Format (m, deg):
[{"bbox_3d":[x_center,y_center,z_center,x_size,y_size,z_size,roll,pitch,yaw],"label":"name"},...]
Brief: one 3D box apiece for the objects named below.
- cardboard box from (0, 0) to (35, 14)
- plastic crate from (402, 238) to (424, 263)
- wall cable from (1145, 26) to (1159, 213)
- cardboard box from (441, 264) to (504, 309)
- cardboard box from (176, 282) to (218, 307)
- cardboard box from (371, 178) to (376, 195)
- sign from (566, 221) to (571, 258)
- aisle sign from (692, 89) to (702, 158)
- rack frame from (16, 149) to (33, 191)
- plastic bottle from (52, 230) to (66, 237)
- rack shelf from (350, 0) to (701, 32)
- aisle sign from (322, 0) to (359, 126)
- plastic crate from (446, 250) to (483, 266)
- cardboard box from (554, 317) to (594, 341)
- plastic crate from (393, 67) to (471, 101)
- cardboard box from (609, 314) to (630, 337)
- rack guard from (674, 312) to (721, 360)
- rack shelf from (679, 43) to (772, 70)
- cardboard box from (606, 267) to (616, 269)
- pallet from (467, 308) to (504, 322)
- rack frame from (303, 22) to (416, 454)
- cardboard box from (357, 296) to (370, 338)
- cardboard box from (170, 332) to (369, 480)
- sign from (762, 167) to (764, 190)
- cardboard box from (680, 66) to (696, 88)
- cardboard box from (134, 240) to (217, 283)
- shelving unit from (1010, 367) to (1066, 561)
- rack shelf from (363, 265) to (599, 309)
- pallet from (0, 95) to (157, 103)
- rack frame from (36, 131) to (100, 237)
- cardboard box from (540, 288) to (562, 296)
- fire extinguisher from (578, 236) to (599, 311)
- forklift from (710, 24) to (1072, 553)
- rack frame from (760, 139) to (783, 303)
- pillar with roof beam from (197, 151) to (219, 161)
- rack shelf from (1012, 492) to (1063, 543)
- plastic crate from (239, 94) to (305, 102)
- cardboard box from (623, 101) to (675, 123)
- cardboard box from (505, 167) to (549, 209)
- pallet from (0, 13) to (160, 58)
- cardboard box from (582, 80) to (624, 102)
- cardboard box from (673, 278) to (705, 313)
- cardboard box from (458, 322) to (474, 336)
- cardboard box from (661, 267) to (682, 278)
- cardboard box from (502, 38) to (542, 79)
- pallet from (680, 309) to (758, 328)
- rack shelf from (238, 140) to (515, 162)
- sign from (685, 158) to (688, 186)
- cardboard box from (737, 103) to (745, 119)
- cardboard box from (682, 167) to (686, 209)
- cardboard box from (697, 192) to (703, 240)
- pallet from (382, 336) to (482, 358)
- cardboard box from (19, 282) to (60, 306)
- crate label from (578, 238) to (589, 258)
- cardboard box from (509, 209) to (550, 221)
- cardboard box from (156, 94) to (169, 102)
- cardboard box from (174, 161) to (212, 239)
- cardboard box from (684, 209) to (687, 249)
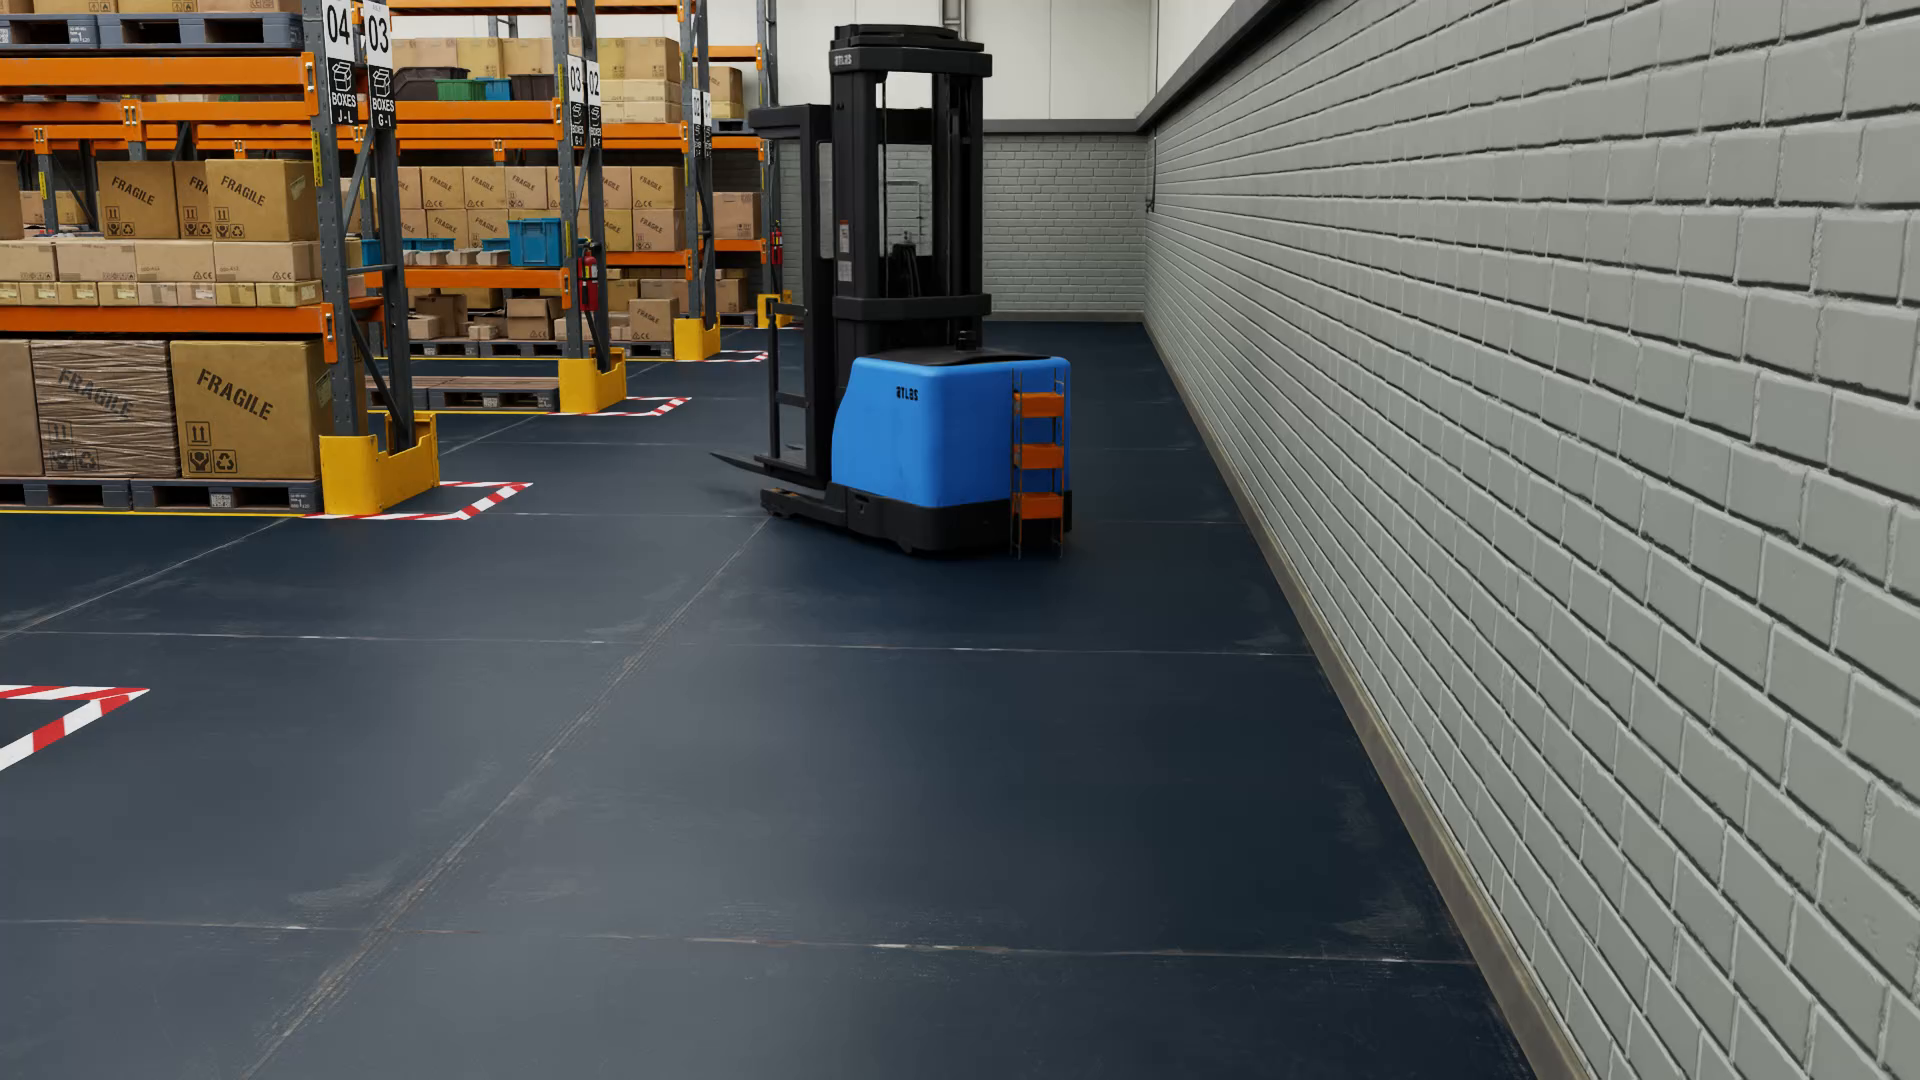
[{"bbox_3d":[-6.015,-3.528,10.468,0.500,0.500,0.700,1,12,6],"label":"cardboard box"},{"bbox_3d":[-5.364,-2.797,16.073,0.300,0.233,0.416,1,12,4],"label":"plastic crate"},{"bbox_3d":[2.755,-6.046,24.279,0.112,2.526,3.097,1,12,4],"label":"wall cable"},{"bbox_3d":[-7.513,-3.971,25.649,0.750,0.750,0.750,1,12,4],"label":"cardboard box"},{"bbox_3d":[-4.746,-1.566,10.542,0.250,0.149,0.380,1,12,4],"label":"cardboard box"},{"bbox_3d":[-8.865,-5.383,25.326,0.500,0.250,0.500,1,12,3],"label":"cardboard box"},{"bbox_3d":[-3.547,-2.724,15.064,0.005,0.325,0.100,1,12,4],"label":"sign"},{"bbox_3d":[-3.144,-4.977,19.886,0.004,0.787,0.394,1,12,4],"label":"aisle sign"},{"bbox_3d":[-14.837,-4.944,26.079,0.127,3.000,1.000,1,12,4],"label":"rack frame"},{"bbox_3d":[-8.456,-2.733,15.626,0.185,0.351,0.144,1,12,4],"label":"plastic bottle"},{"bbox_3d":[-5.187,-6.378,20.047,4.000,0.370,1.077,1,12,4],"label":"rack shelf"},{"bbox_3d":[-3.806,-2.955,10.218,0.004,0.787,0.394,1,12,4],"label":"aisle sign"},{"bbox_3d":[-4.640,-2.638,15.549,0.243,0.136,0.396,1,12,4],"label":"plastic crate"},{"bbox_3d":[-4.696,-2.614,20.579,0.500,0.250,0.500,1,12,4],"label":"cardboard box"},{"bbox_3d":[-5.032,-4.271,15.686,0.767,0.338,0.504,1,12,4],"label":"plastic crate"},{"bbox_3d":[-4.214,-2.710,21.038,0.500,0.250,0.500,1,12,4],"label":"cardboard box"},{"bbox_3d":[-3.267,-2.546,20.717,0.348,0.500,1.175,1,12,4],"label":"rack guard"},{"bbox_3d":[-4.860,-7.196,24.926,4.000,0.370,1.077,1,12,4],"label":"rack shelf"},{"bbox_3d":[-5.459,-4.136,25.708,0.250,0.149,0.380,0,12,2],"label":"cardboard box"},{"bbox_3d":[-7.630,-3.465,25.818,1.213,0.211,1.003,1,12,4],"label":"pallet"},{"bbox_3d":[-3.857,-1.744,10.782,0.127,3.000,1.000,1,12,4],"label":"rack frame"},{"bbox_3d":[-7.694,-2.763,20.681,0.500,0.500,0.500,1,12,3],"label":"cardboard box"},{"bbox_3d":[-4.501,-0.902,10.920,0.875,0.875,0.875,1,12,4],"label":"cardboard box"},{"bbox_3d":[-2.914,-5.352,24.622,0.005,0.325,0.100,1,12,4],"label":"sign"},{"bbox_3d":[-4.111,-6.760,24.697,0.500,0.500,0.500,1,12,5],"label":"cardboard box"},{"bbox_3d":[-4.865,-1.776,10.573,0.500,0.250,0.500,1,12,3],"label":"cardboard box"},{"bbox_3d":[0.429,-0.421,9.216,0.252,1.050,0.215,-3,12,-13],"label":"shelving unit"},{"bbox_3d":[-5.522,-2.432,15.823,4.000,0.370,1.077,1,12,4],"label":"rack shelf"},{"bbox_3d":[-8.306,-4.178,15.549,1.003,0.211,1.213,1,12,4],"label":"pallet"},{"bbox_3d":[-11.174,-3.878,20.979,0.127,3.000,1.000,1,12,4],"label":"rack frame"},{"bbox_3d":[-6.116,-3.786,25.620,0.500,0.500,0.700,1,12,4],"label":"cardboard box"},{"bbox_3d":[-3.406,-2.441,15.211,0.183,0.674,0.296,1,12,4],"label":"fire extinguisher"},{"bbox_3d":[-0.605,-1.612,10.316,1.130,2.935,3.031,-8,14,-34],"label":"forklift"},{"bbox_3d":[-2.864,-4.780,25.294,0.127,3.000,1.000,1,12,4],"label":"rack frame"},{"bbox_3d":[-12.373,-7.141,21.929,0.400,9.000,9.100,1,12,4],"label":"pillar with roof beam"},{"bbox_3d":[0.429,-0.138,9.275,0.240,0.259,0.215,-3,12,-13],"label":"rack shelf"},{"bbox_3d":[-6.296,-4.142,15.238,0.590,0.269,0.497,1,12,4],"label":"plastic crate"},{"bbox_3d":[-3.722,-5.116,19.941,0.500,0.250,0.500,1,12,4],"label":"cardboard box"},{"bbox_3d":[-5.188,-4.276,20.199,0.500,0.500,0.500,1,12,6],"label":"cardboard box"},{"bbox_3d":[-5.819,-3.193,10.599,1.213,0.211,1.003,1,12,4],"label":"pallet"},{"bbox_3d":[-4.220,-5.369,19.930,0.500,0.250,0.500,1,12,4],"label":"cardboard box"},{"bbox_3d":[-4.069,-3.758,25.488,0.500,0.500,0.700,1,12,4],"label":"cardboard box"},{"bbox_3d":[-6.217,-2.700,21.239,0.250,0.149,0.380,1,12,4],"label":"cardboard box"},{"bbox_3d":[-4.440,-4.122,25.641,0.250,0.149,0.380,1,12,5],"label":"cardboard box"},{"bbox_3d":[-5.197,-5.814,20.222,0.500,0.500,0.700,1,12,4],"label":"cardboard box"},{"bbox_3d":[-3.667,-3.410,25.556,1.213,0.211,1.003,1,12,4],"label":"pallet"},{"bbox_3d":[-8.851,-5.978,25.453,4.000,0.370,1.077,1,12,4],"label":"rack shelf"},{"bbox_3d":[-3.249,-4.377,19.765,0.005,0.325,0.100,1,12,4],"label":"sign"},{"bbox_3d":[-3.576,-6.490,25.237,0.500,0.250,0.500,1,12,7],"label":"cardboard box"},{"bbox_3d":[-3.617,-4.367,20.630,0.500,0.500,0.500,1,12,5],"label":"cardboard box"},{"bbox_3d":[-4.100,-4.940,25.324,0.700,0.700,0.980,1,12,3],"label":"cardboard box"},{"bbox_3d":[-6.497,-2.448,20.958,1.213,0.211,1.003,1,12,4],"label":"pallet"},{"bbox_3d":[-5.760,-1.580,10.609,0.250,0.149,0.380,1,12,5],"label":"cardboard box"},{"bbox_3d":[-3.751,-2.774,15.968,0.303,0.233,0.416,1,12,4],"label":"crate label"},{"bbox_3d":[-5.175,-3.789,20.311,0.500,0.500,0.500,1,12,3],"label":"cardboard box"},{"bbox_3d":[-9.708,-5.382,20.599,0.500,0.500,0.910,1,12,4],"label":"cardboard box"},{"bbox_3d":[-4.817,-2.252,11.018,0.500,0.500,0.500,0,12,2],"label":"cardboard box"},{"bbox_3d":[-3.617,-3.877,20.732,0.500,0.500,0.500,1,12,5],"label":"cardboard box"}]
